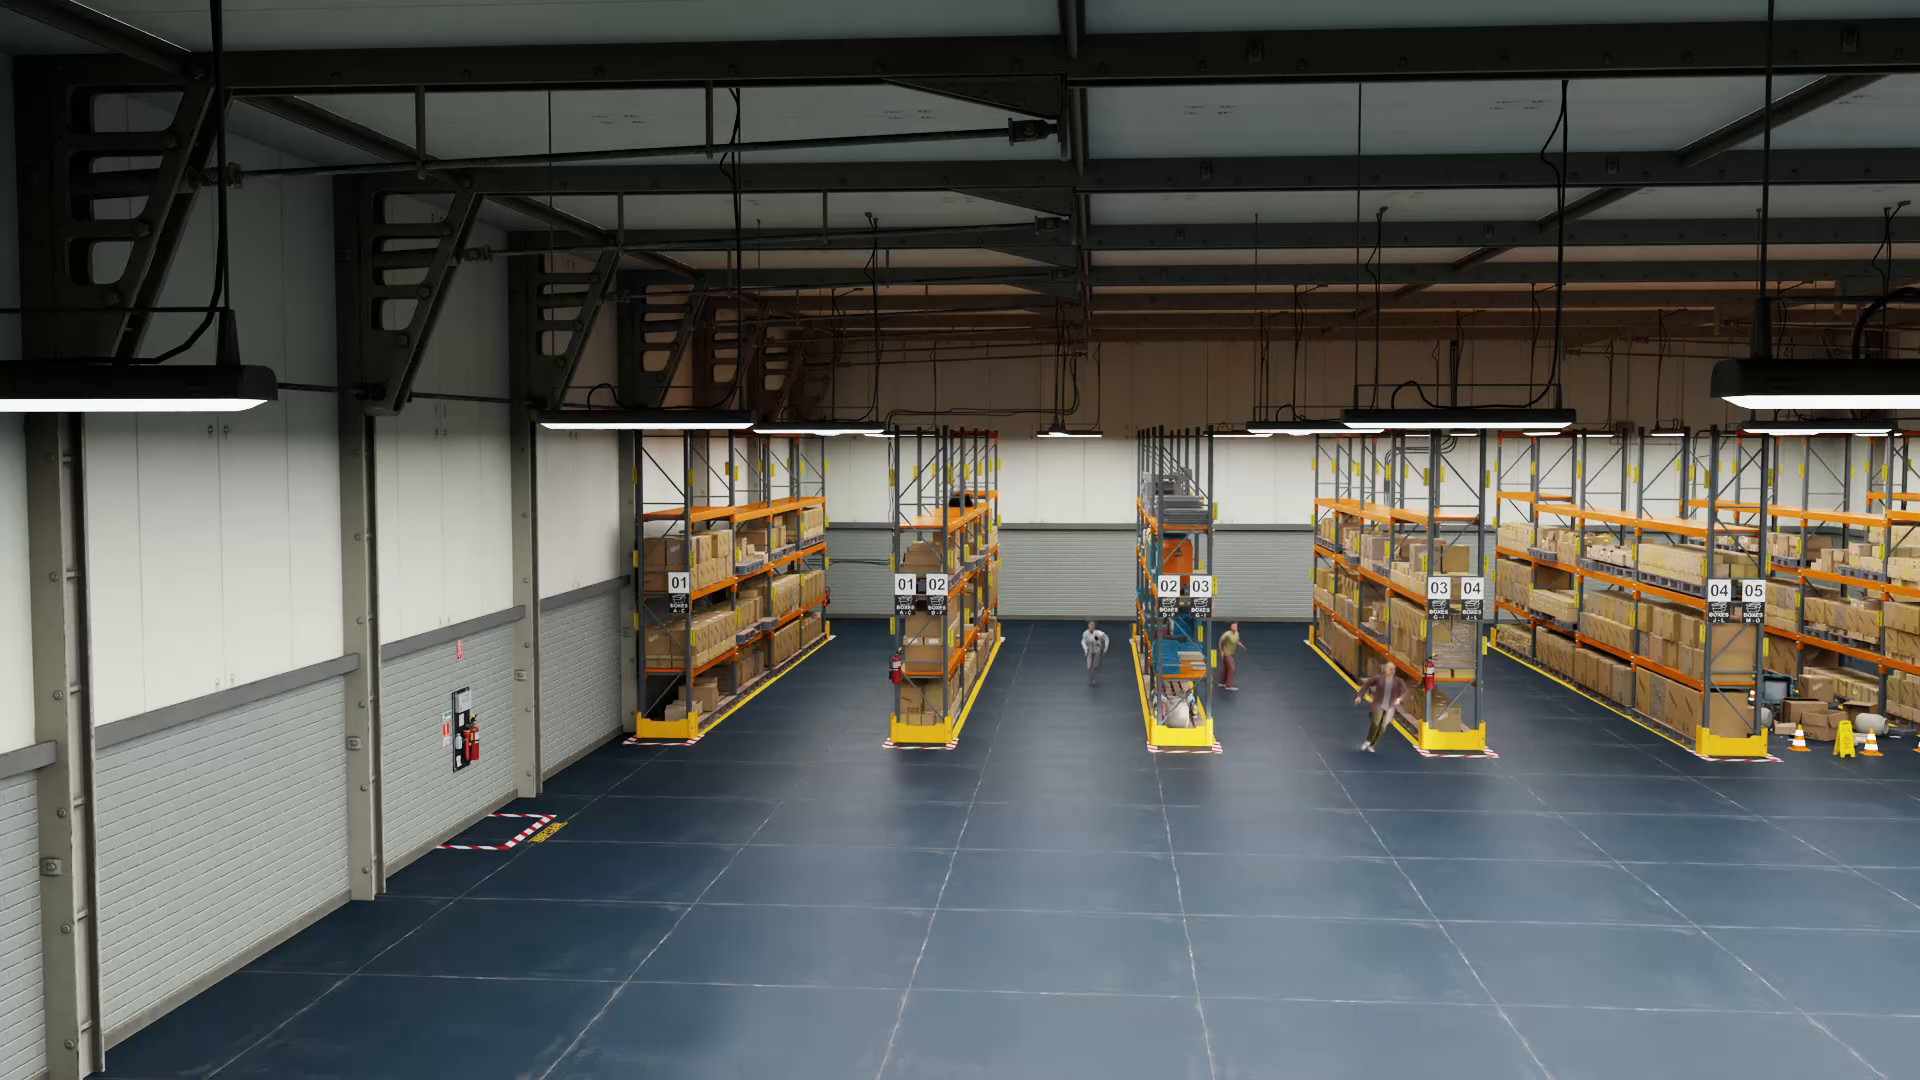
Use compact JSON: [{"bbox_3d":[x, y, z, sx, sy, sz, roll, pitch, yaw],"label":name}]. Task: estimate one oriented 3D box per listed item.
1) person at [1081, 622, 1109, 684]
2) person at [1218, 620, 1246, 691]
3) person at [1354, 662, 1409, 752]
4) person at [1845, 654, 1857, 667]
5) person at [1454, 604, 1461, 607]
[{"bbox_3d":[3.165,2.636,38.902,0.638,1.511,0.772,1,4,14],"label":"person"},{"bbox_3d":[6.212,2.636,38.194,0.805,1.602,0.595,3,5,41],"label":"person"},{"bbox_3d":[7.720,3.058,30.321,0.903,1.659,0.728,0,3,0],"label":"person"},{"bbox_3d":[22.211,2.356,41.792,0.660,1.723,0.740,-1,3,-10],"label":"person"},{"bbox_3d":[13.688,2.134,45.690,0.691,1.746,0.829,1,4,16],"label":"person"}]
